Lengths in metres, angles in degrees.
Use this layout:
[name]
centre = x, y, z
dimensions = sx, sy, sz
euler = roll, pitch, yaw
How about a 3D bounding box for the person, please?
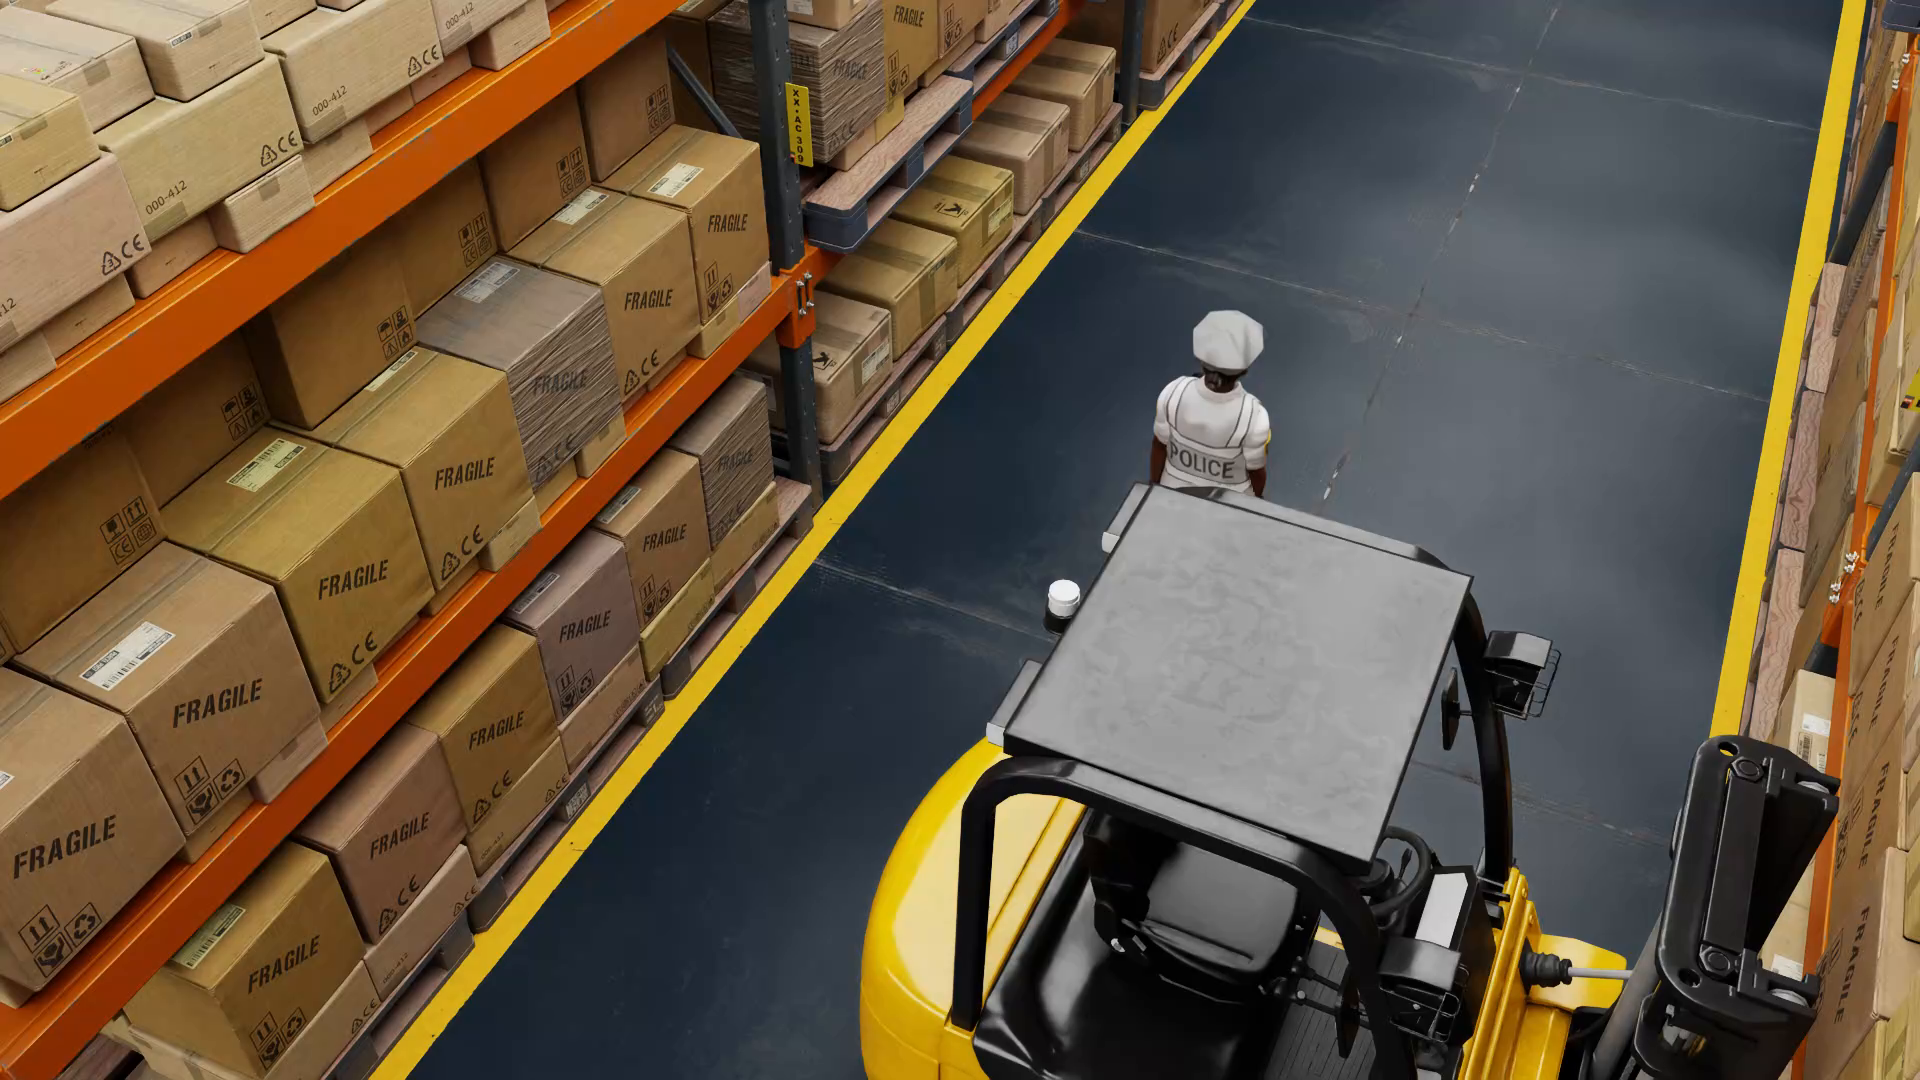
[person]
centre = 0.949, -0.145, 6.387
dimensions = 0.448, 1.766, 0.482
euler = 18, 45, 19
